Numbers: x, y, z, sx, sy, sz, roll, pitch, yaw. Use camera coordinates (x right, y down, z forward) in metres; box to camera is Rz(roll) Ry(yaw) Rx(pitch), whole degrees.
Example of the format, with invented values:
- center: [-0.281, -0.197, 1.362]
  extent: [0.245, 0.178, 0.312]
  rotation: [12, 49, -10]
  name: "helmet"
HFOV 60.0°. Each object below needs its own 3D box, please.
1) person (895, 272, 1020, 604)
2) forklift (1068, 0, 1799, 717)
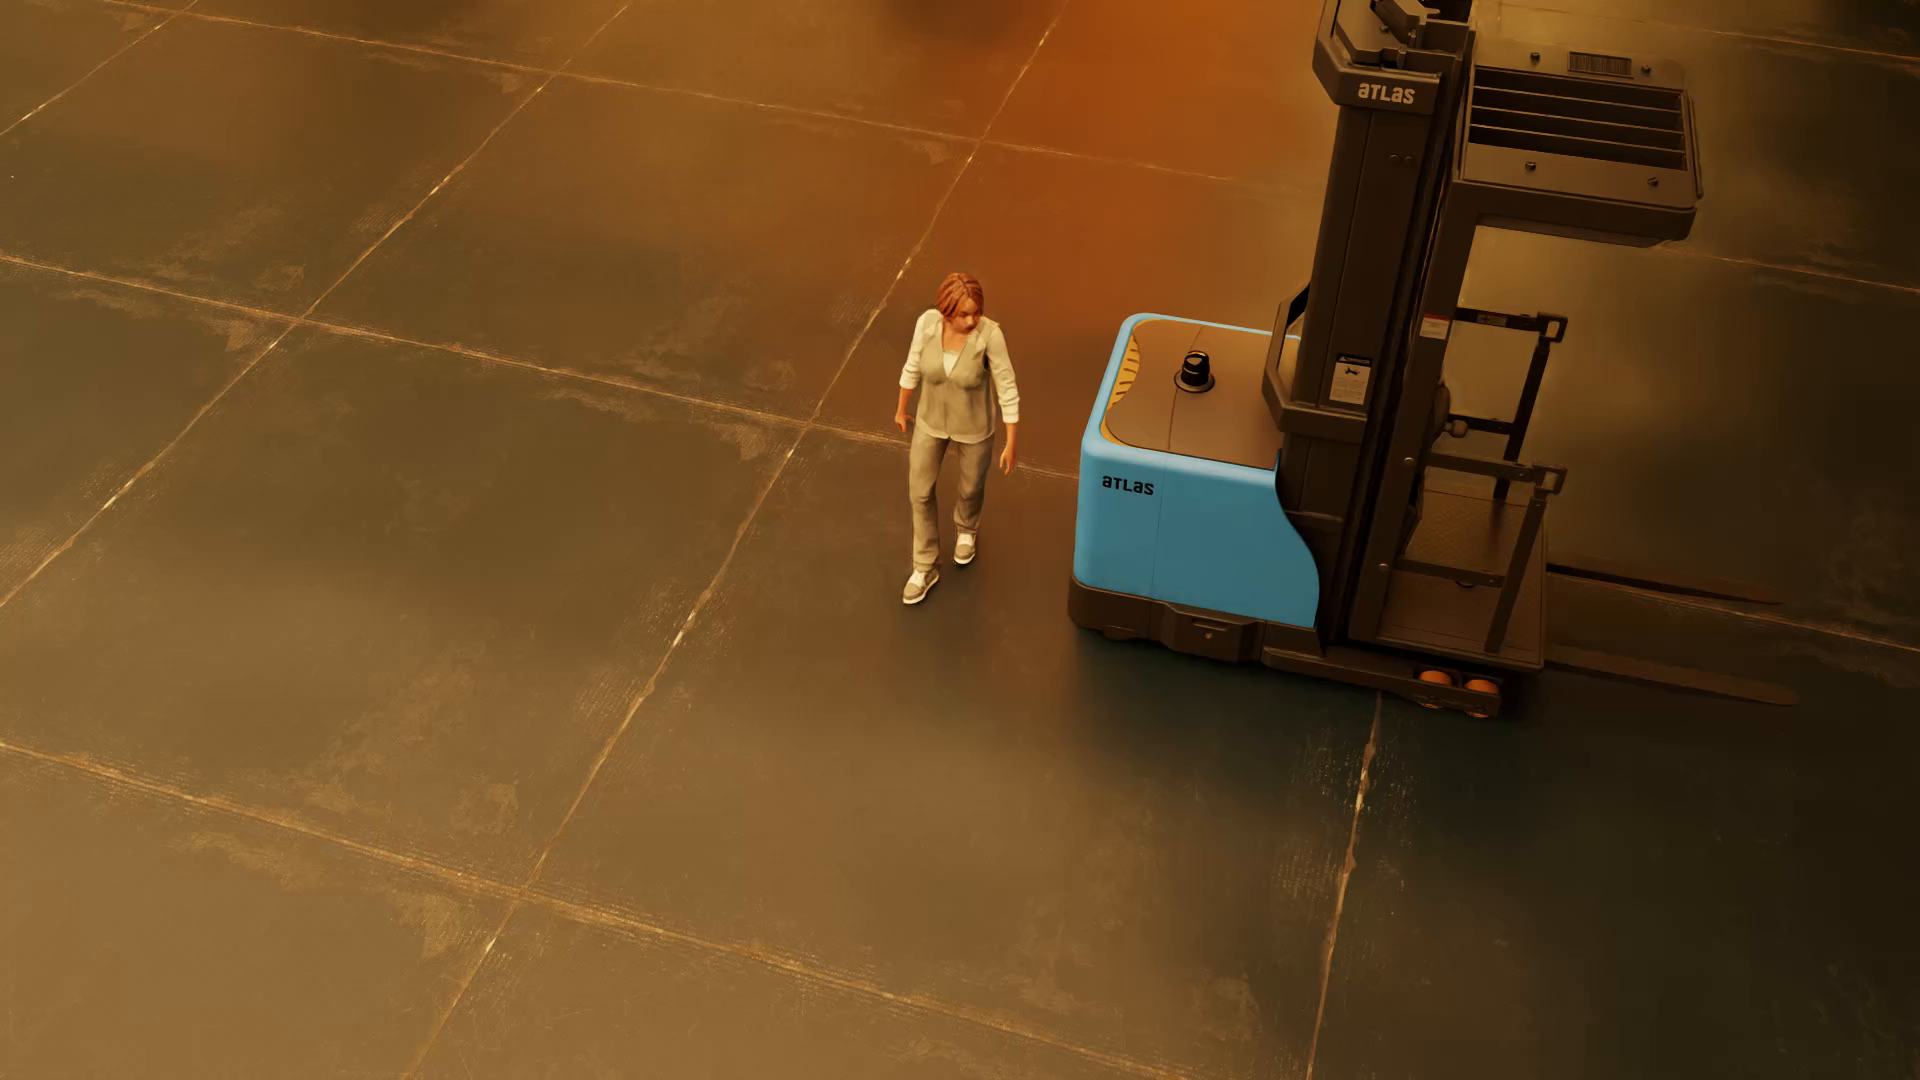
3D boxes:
- center: [-0.027, -0.439, 7.160]
  extent: [0.573, 1.576, 0.621]
  rotation: [8, 44, 8]
  name: "person"
- center: [2.054, -0.727, 6.471]
  extent: [3.031, 2.935, 1.130]
  rotation: [11, 44, 11]
  name: "forklift"
